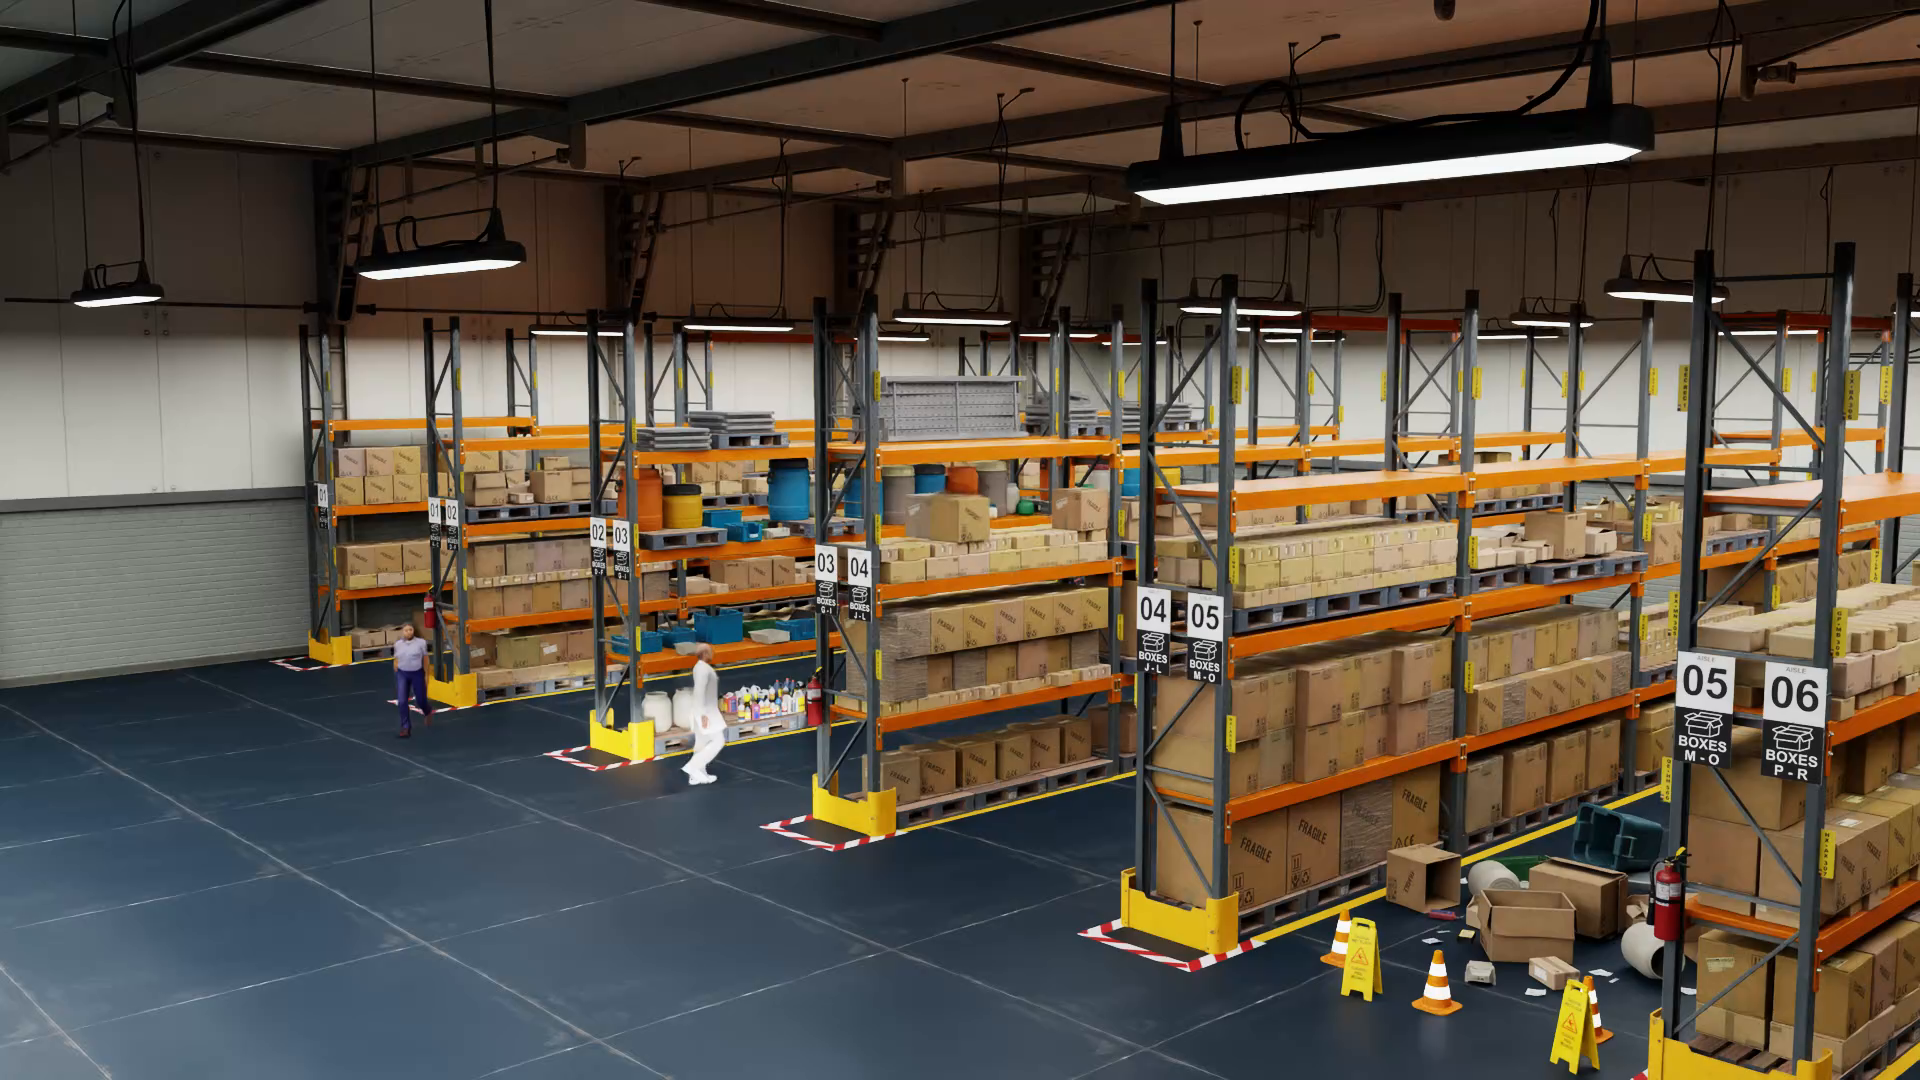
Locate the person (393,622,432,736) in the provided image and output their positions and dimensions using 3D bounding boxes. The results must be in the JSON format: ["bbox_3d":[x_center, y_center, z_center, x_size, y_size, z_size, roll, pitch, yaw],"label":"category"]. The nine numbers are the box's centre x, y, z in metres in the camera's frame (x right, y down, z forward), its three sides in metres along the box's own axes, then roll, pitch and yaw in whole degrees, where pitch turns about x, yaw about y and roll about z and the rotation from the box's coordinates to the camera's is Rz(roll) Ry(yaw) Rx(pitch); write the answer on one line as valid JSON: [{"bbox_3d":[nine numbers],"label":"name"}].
[{"bbox_3d":[-7.819,1.949,23.765,0.481,1.613,0.736,0,6,-2],"label":"person"}]

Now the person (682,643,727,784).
[{"bbox_3d":[-3.244,2.177,20.831,0.571,1.770,0.626,-3,7,-29],"label":"person"}]
